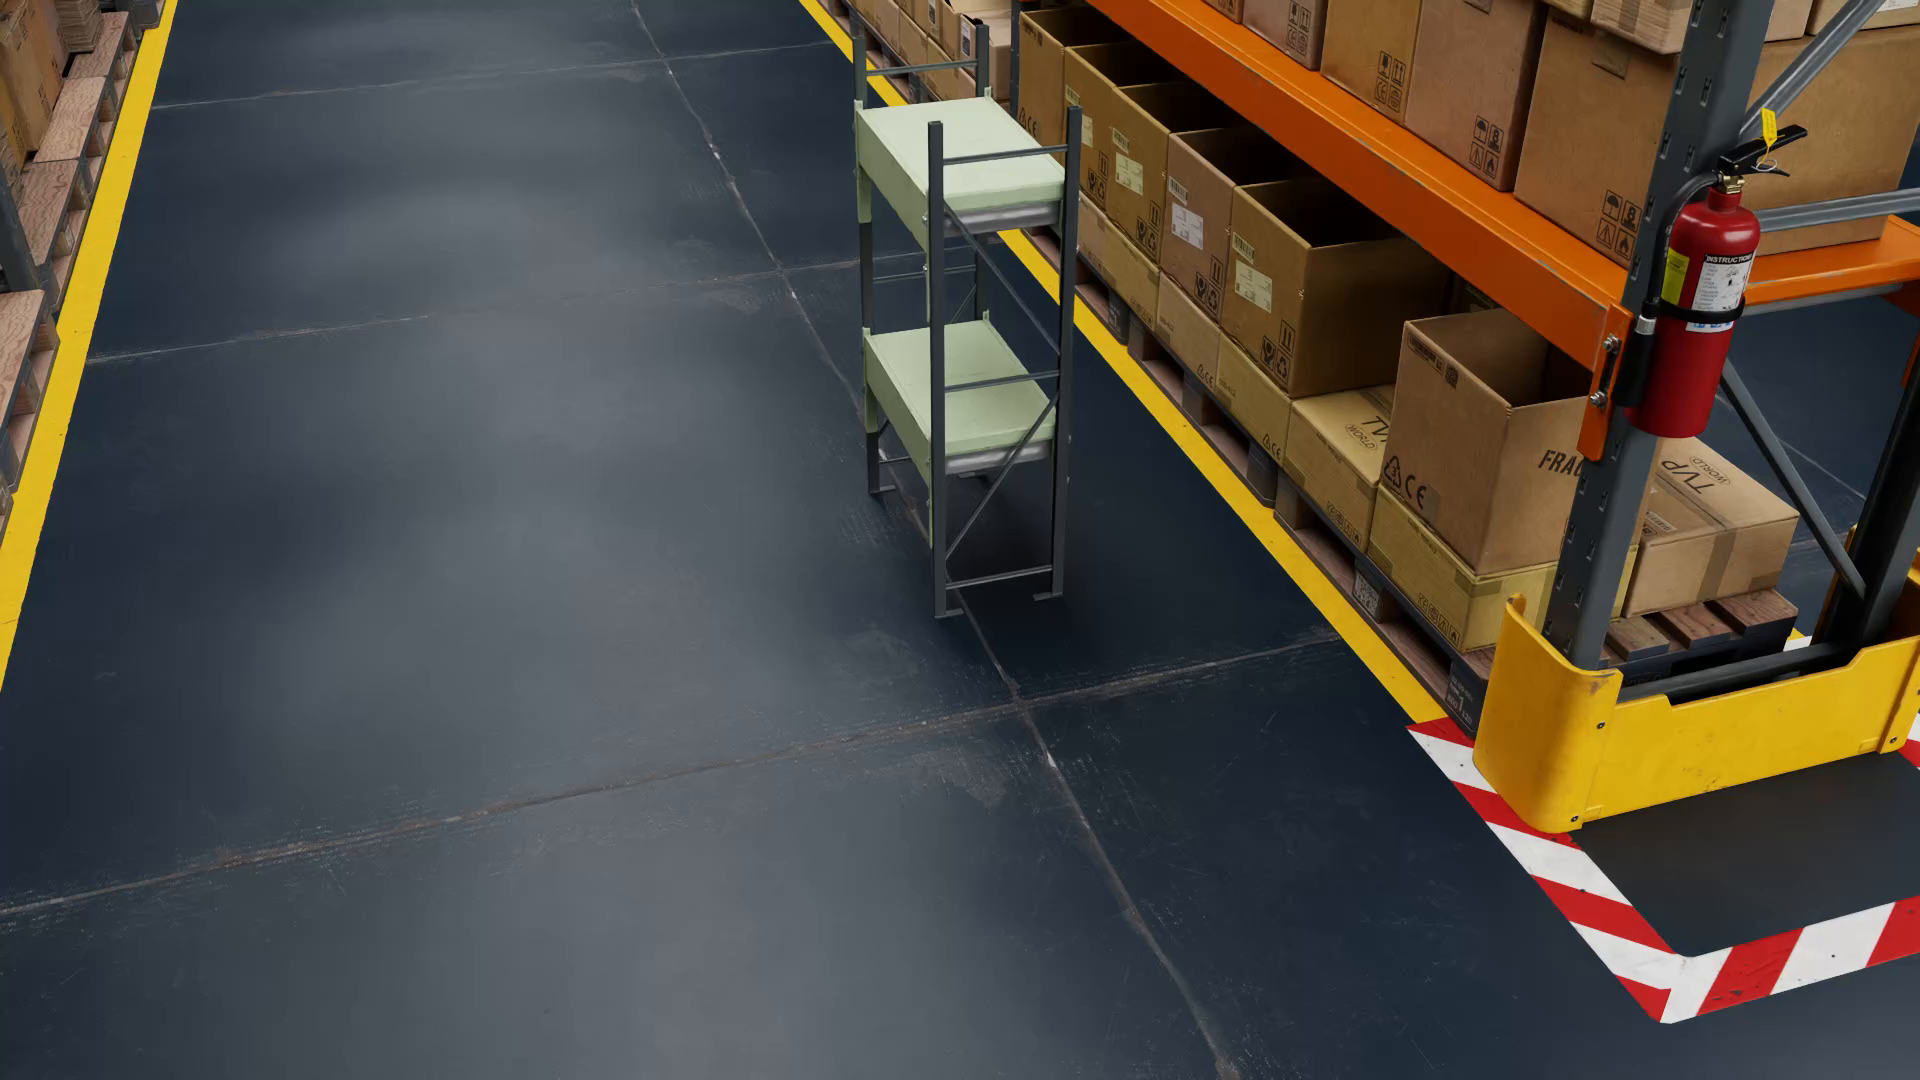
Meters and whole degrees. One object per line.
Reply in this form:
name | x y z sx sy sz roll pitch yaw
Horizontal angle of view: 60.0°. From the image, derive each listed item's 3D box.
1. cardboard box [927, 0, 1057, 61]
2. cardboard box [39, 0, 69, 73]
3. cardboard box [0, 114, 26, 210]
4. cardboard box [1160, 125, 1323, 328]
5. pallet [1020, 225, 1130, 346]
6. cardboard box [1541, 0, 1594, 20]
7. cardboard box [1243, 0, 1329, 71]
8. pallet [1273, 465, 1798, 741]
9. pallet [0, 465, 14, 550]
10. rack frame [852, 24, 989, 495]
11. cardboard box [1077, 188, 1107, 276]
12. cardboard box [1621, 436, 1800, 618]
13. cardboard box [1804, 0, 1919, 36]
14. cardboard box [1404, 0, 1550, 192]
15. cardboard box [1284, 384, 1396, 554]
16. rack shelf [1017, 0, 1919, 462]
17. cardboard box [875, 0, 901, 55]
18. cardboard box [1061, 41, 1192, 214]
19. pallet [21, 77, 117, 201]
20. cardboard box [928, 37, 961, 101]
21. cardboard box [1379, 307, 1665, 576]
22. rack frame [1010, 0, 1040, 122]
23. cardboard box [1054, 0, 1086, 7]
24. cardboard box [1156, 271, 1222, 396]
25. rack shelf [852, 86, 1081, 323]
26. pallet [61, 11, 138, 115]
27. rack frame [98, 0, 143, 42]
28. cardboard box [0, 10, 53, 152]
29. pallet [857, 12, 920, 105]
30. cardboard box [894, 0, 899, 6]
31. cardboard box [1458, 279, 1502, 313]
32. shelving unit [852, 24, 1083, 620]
cardboard box | 0.150 -2.510 7.933 0.500 0.311 0.500 -9 35 -13
cardboard box | -4.910 -2.558 8.269 0.700 0.500 0.500 -10 35 -15
cardboard box | -4.246 -1.501 6.669 0.700 0.500 0.500 -9 34 -13
cardboard box | 1.014 -1.069 5.581 0.500 0.500 0.500 -10 35 -15
pallet | 0.914 -1.224 6.911 1.003 0.211 1.213 -10 35 -15
cardboard box | 1.552 -1.330 3.863 0.380 0.149 0.250 -9 35 -14
cardboard box | 1.326 -1.813 5.182 0.700 0.500 0.500 -9 35 -13
pallet | 1.658 0.057 4.972 1.003 0.211 1.213 -10 35 -15
pallet | -3.391 0.175 4.794 1.003 0.211 1.213 -10 35 -15
rack frame | -0.110 -0.814 5.122 0.400 1.500 0.023 -10 35 -15
cardboard box | 0.711 -1.282 6.583 0.500 0.250 0.500 -10 35 -15
cardboard box | 1.979 -0.059 4.731 0.500 0.250 0.500 -10 35 -15
cardboard box | 2.016 -1.266 3.767 0.380 0.149 0.250 -10 35 -15
cardboard box | 1.636 -1.276 4.369 0.700 0.500 0.500 -9 35 -13
cardboard box | 1.322 -0.232 4.994 0.500 0.250 0.500 -10 35 -15
rack shelf | 1.321 -1.462 5.394 1.077 0.370 4.000 -10 35 -15
cardboard box | -0.155 -2.811 8.896 0.500 0.250 0.500 -9 35 -14
cardboard box | 0.714 -1.595 6.377 0.500 0.500 0.500 -10 35 -15
pallet | -4.620 -1.864 7.879 1.003 0.211 1.213 -10 35 -15
cardboard box | 0.156 -2.275 8.085 0.500 0.250 0.500 -11 35 -15
cardboard box | 1.484 -0.284 4.392 0.500 0.500 0.500 -10 35 -15
rack frame | 0.711 -2.812 6.785 1.000 3.000 0.127 -10 35 -15
cardboard box | 0.674 -2.596 8.063 0.500 0.311 0.500 -10 35 -15
cardboard box | 1.017 -0.757 5.788 0.500 0.250 0.500 -10 35 -15
rack shelf | 0.002 -0.948 4.616 0.431 0.370 0.720 -10 35 -15
pallet | -4.989 -2.503 8.847 1.003 0.211 1.213 -10 35 -15
rack frame | -5.226 -4.077 8.699 1.000 3.000 0.127 -10 35 -15
cardboard box | -4.568 -2.039 7.483 0.700 0.500 0.500 -10 35 -14
pallet | 0.073 -2.670 9.100 1.003 0.211 1.213 -10 35 -15
cardboard box | -0.150 -3.037 8.730 0.500 0.311 0.500 -10 35 -15
cardboard box | 1.825 -0.634 4.921 0.500 0.500 0.500 -10 35 -15
shelving unit | 0.002 -0.622 4.831 0.431 1.500 0.755 -10 35 -15
